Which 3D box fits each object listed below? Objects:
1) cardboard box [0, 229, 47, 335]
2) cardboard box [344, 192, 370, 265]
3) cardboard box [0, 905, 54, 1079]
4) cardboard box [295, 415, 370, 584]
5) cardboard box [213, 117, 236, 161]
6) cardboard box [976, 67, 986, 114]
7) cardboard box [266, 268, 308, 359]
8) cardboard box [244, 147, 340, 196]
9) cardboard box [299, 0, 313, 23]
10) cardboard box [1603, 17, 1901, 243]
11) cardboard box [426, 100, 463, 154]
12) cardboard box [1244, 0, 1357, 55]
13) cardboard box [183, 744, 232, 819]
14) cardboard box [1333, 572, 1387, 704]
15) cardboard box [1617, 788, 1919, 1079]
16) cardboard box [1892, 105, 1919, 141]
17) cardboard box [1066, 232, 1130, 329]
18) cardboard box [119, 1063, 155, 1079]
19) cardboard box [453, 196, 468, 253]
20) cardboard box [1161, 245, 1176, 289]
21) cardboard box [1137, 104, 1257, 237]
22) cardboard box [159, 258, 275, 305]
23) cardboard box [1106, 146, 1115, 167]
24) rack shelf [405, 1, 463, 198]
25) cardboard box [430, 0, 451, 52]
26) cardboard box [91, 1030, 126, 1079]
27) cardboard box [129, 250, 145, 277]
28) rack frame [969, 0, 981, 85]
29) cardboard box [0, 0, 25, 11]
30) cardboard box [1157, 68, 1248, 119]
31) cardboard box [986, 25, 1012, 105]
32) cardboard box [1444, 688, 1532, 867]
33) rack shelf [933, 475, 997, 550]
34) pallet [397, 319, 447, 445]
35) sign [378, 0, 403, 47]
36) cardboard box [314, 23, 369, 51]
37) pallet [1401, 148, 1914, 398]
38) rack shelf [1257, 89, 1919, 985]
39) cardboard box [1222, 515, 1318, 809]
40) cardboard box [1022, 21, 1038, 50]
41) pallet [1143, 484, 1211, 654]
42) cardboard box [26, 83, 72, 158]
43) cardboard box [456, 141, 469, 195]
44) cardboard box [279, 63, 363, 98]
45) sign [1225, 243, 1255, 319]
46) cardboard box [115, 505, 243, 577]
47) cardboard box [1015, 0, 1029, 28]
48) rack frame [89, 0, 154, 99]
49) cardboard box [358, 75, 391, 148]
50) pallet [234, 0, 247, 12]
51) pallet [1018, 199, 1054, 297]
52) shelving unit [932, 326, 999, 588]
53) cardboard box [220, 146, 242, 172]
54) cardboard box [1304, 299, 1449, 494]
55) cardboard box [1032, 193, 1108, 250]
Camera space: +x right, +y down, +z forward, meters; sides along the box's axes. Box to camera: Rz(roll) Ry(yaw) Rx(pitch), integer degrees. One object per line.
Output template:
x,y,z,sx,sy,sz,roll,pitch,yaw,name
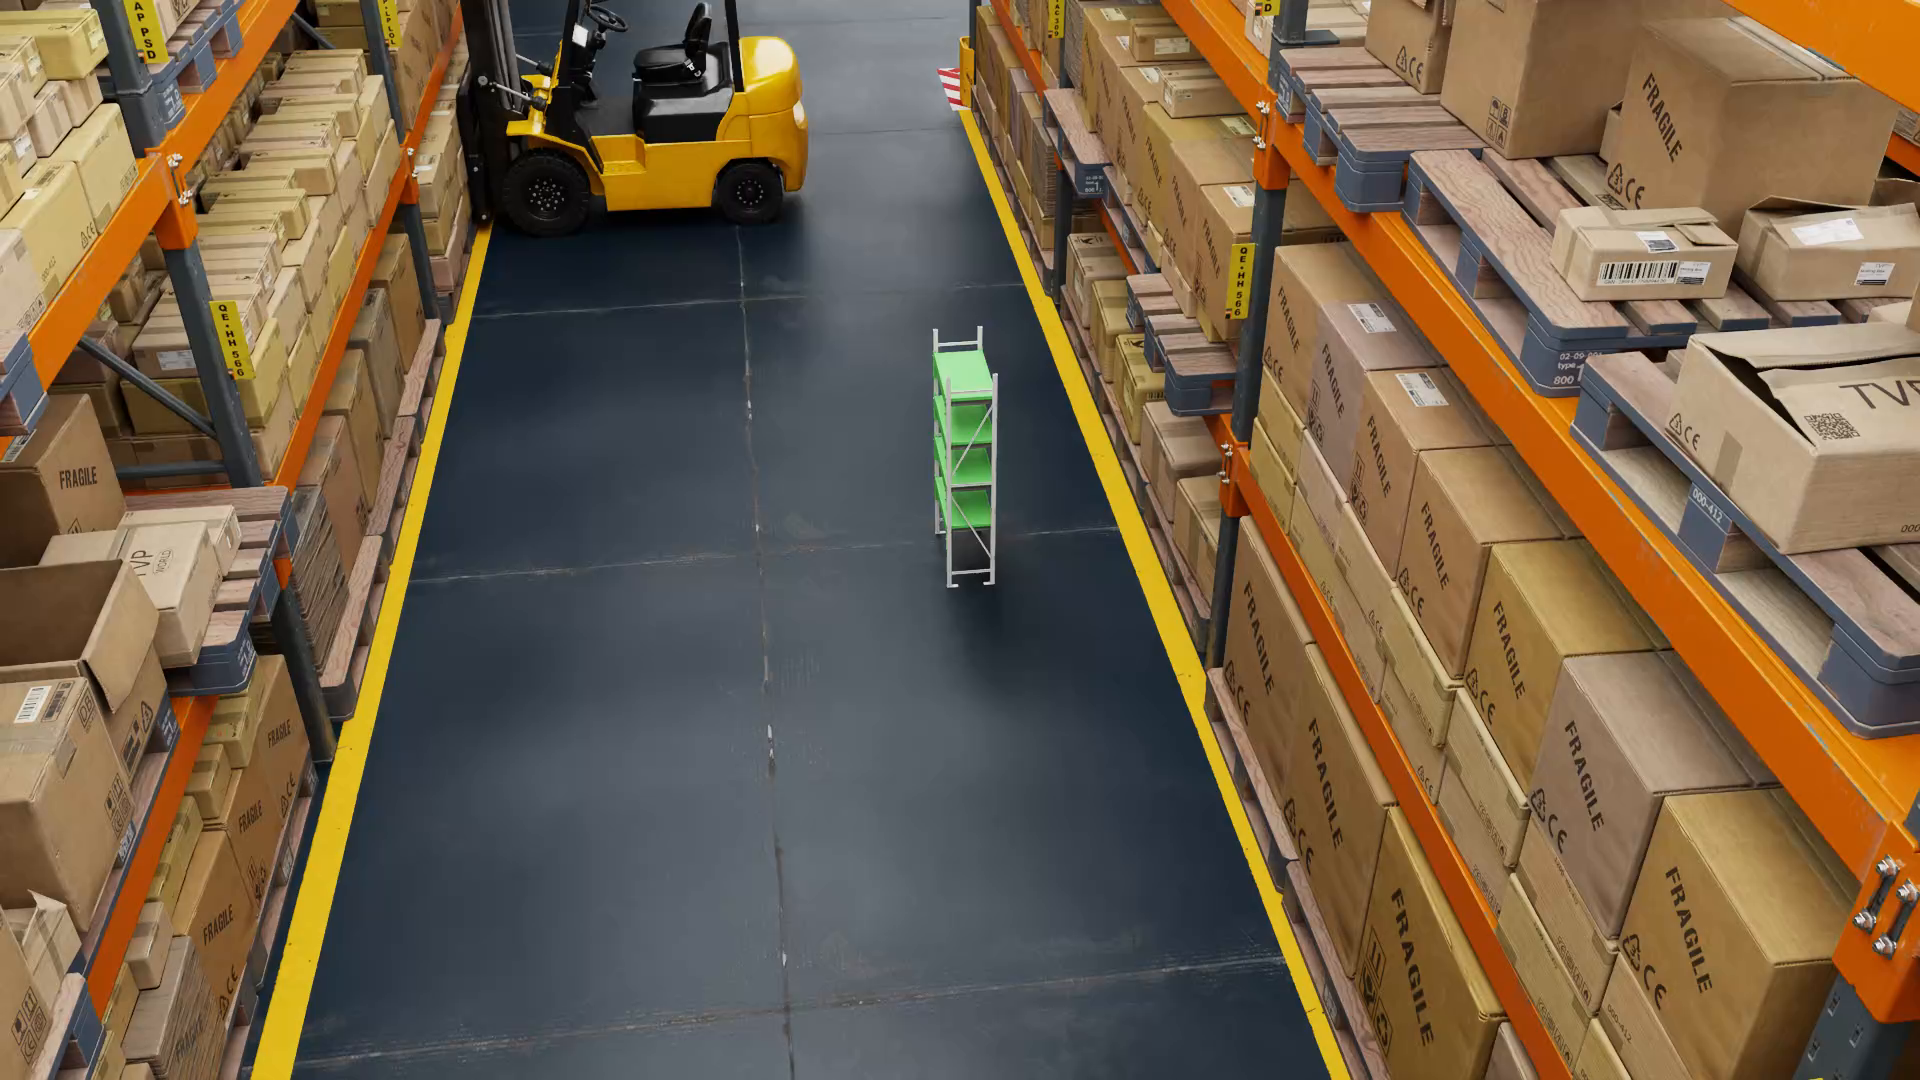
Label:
-2.815,-0.604,4.442,0.500,0.250,0.500,-4,35,-6,cardboard box
-3.362,-1.603,8.572,0.500,0.250,0.500,-4,34,-6,cardboard box
-2.636,1.188,3.882,0.700,0.500,0.500,-4,34,-6,cardboard box
-3.427,-0.159,8.056,0.875,0.625,0.625,-3,34,-5,cardboard box
-3.884,-2.008,8.368,0.380,0.149,0.250,-4,35,-6,cardboard box
0.416,-3.662,13.529,0.500,0.250,0.500,-5,35,-7,cardboard box
-3.145,-0.944,7.161,0.500,0.250,0.500,-3,34,-5,cardboard box
-3.219,-1.769,8.017,0.380,0.149,0.250,-5,35,-8,cardboard box
-4.192,-3.241,10.177,0.380,0.149,0.250,-4,34,-5,cardboard box
2.182,-1.125,4.611,0.500,0.500,0.500,-4,34,-6,cardboard box
-3.690,-2.793,11.366,0.500,0.250,0.500,-3,34,-5,cardboard box
1.365,-2.065,6.677,0.380,0.149,0.250,-4,35,-6,cardboard box
-2.884,0.894,6.045,0.380,0.149,0.250,-5,35,-8,cardboard box
1.625,0.301,5.778,0.500,0.250,0.500,-3,34,-5,cardboard box
1.886,0.916,3.766,0.500,0.500,0.500,-3,34,-5,cardboard box
5.883,-2.741,10.020,0.500,0.500,0.500,-4,34,-6,cardboard box
1.192,-1.659,10.481,0.950,0.372,0.625,-4,34,-6,cardboard box
-2.709,1.976,5.034,0.500,0.500,0.500,-5,35,-8,cardboard box
-3.619,-2.100,11.237,0.500,0.250,0.500,-5,35,-7,cardboard box
1.168,-1.289,7.828,0.380,0.149,0.250,-6,35,-9,cardboard box
1.171,-1.771,7.960,0.500,0.500,0.500,-7,35,-10,cardboard box
-3.109,-1.054,6.968,0.380,0.149,0.250,-3,34,-5,cardboard box
1.012,-2.162,9.109,0.380,0.149,0.250,-4,34,-6,cardboard box
-4.068,-3.305,11.574,1.077,0.370,4.000,-4,35,-6,rack shelf
-3.802,-3.649,11.352,0.500,0.500,0.500,-4,34,-6,cardboard box
-2.745,1.626,4.972,0.380,0.149,0.250,-3,34,-5,cardboard box
-3.728,-1.148,7.106,0.380,0.149,0.250,-5,35,-7,cardboard box
0.581,-5.096,13.564,1.000,3.000,0.127,-4,35,-6,rack frame
-3.612,-2.031,6.075,0.500,0.250,0.500,-4,35,-6,cardboard box
1.158,-2.129,7.909,0.380,0.149,0.250,-6,35,-9,cardboard box
0.494,-3.667,12.871,0.500,0.500,0.500,-6,35,-8,cardboard box
1.745,0.661,4.805,0.500,0.250,0.500,-4,34,-5,cardboard box
0.022,-0.152,8.448,0.258,0.148,0.480,-4,35,-6,rack shelf
-3.661,-0.925,9.920,1.003,0.211,1.213,-4,35,-6,pallet
-3.262,-2.978,9.499,0.100,0.325,0.005,-4,35,-6,sign
-3.581,-2.993,9.814,0.380,0.149,0.250,-5,35,-7,cardboard box
1.950,-0.814,4.785,1.003,0.211,1.213,-3,34,-4,pallet
1.926,-0.458,4.734,1.077,0.370,4.000,-4,35,-6,rack shelf
1.668,0.464,6.919,0.875,0.875,0.875,-5,35,-7,cardboard box
0.634,-3.483,11.421,0.380,0.149,0.250,-5,35,-7,cardboard box
1.554,0.084,8.439,1.003,0.211,1.213,-4,35,-6,pallet
-2.959,-1.270,5.066,0.380,0.149,0.250,-5,35,-7,cardboard box
-3.684,-2.585,11.505,0.500,0.250,0.500,-5,35,-7,cardboard box
-3.480,-2.479,9.059,0.380,0.149,0.250,-5,35,-7,cardboard box
1.121,-1.031,6.642,0.100,0.325,0.005,-4,35,-6,sign
-2.792,0.014,5.916,0.380,0.149,0.250,-4,34,-5,cardboard box
0.663,-3.833,11.358,0.500,0.500,0.500,-3,34,-5,cardboard box
-3.261,-2.733,4.769,1.000,3.000,0.127,-4,35,-6,rack frame
-3.479,-2.376,9.262,0.500,0.250,0.500,-5,35,-7,cardboard box
-3.594,-2.411,7.128,1.003,0.211,1.213,-3,34,-4,pallet
0.994,-2.084,11.620,1.003,0.211,1.213,-4,35,-6,pallet
0.022,-0.403,8.277,0.258,1.200,0.503,-4,35,-6,shelving unit
-3.869,-1.759,8.357,0.500,0.250,0.500,-5,35,-8,cardboard box
1.558,-0.516,5.868,0.500,0.500,0.500,-4,35,-6,cardboard box
0.773,-2.211,11.399,0.500,0.250,0.500,-3,34,-4,cardboard box
